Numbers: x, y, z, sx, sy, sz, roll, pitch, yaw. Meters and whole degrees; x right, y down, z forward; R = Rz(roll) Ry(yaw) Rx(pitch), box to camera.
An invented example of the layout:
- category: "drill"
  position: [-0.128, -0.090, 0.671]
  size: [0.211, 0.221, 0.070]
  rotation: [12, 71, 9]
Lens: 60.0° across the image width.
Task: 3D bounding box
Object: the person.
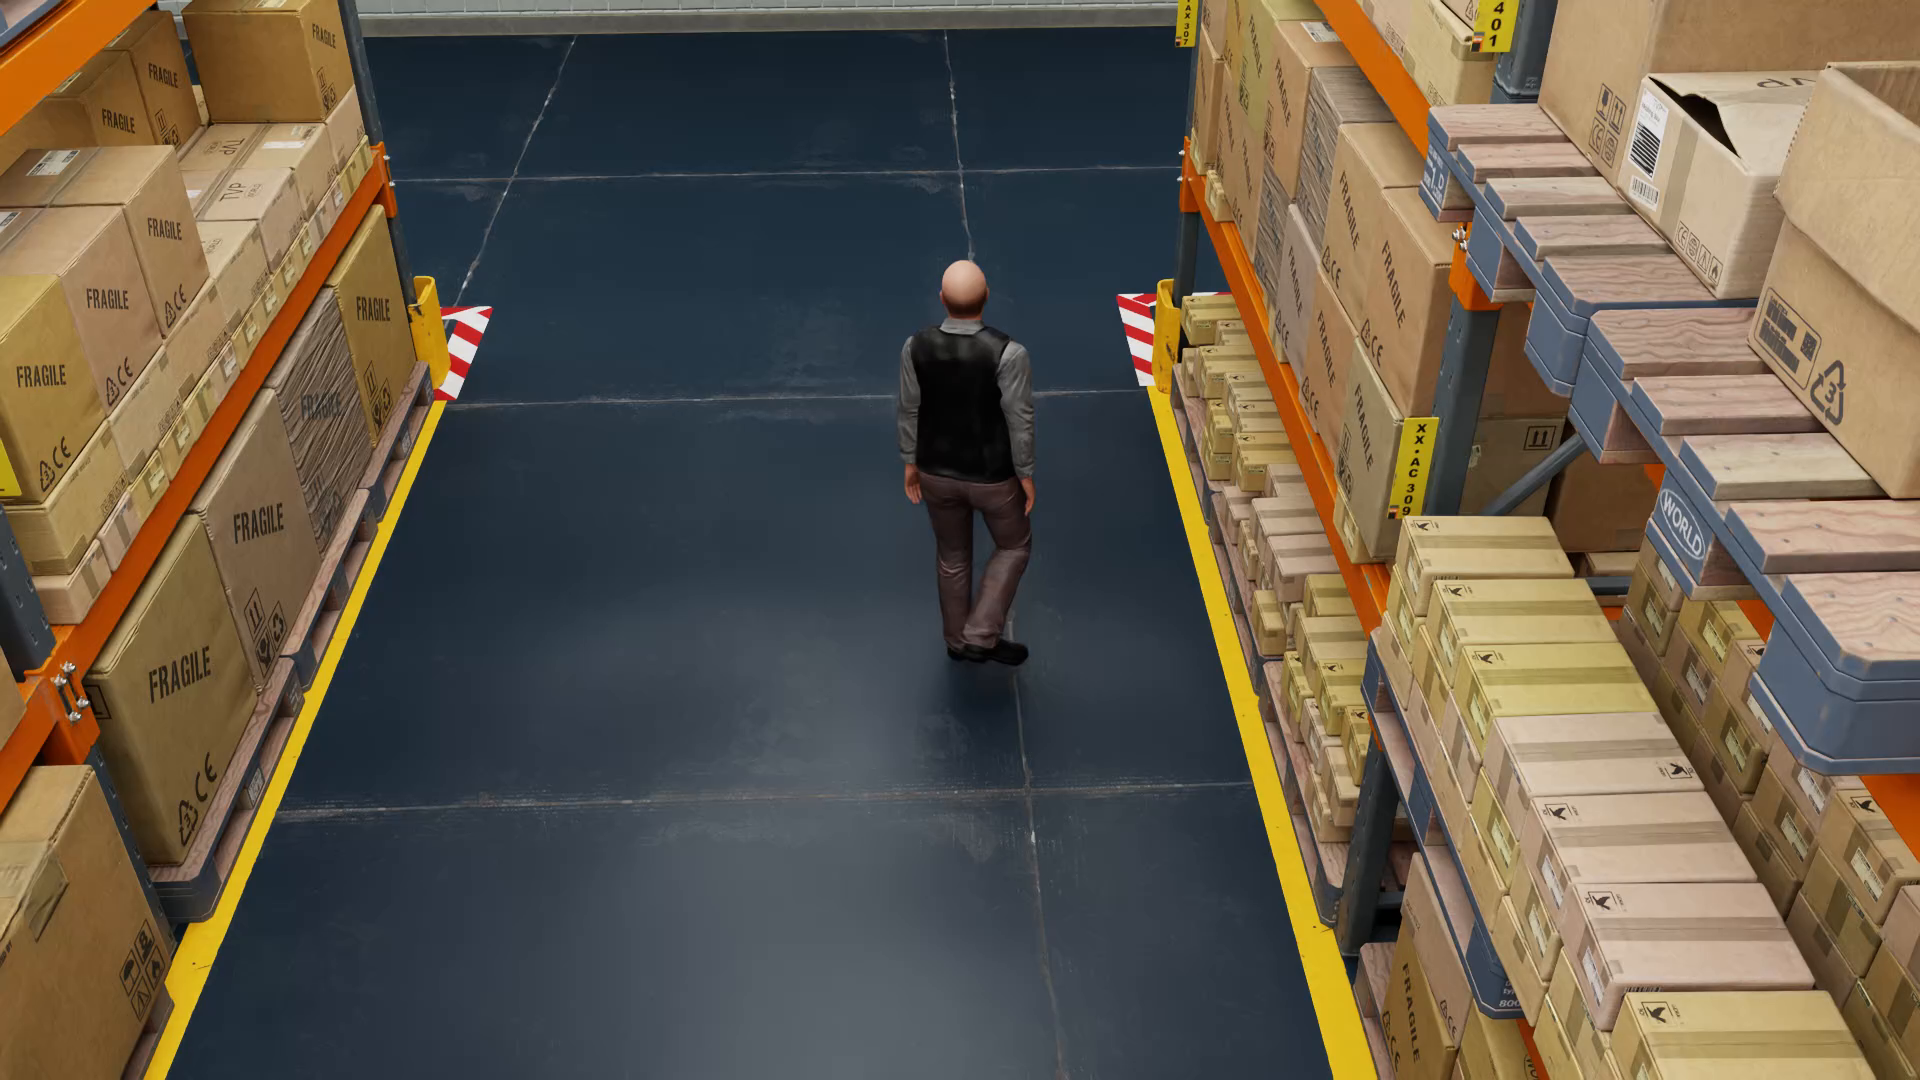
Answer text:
- category: "person"
  position: [0.025, -0.240, 6.507]
  size: [0.586, 1.718, 0.503]
  rotation: [10, 36, 14]
